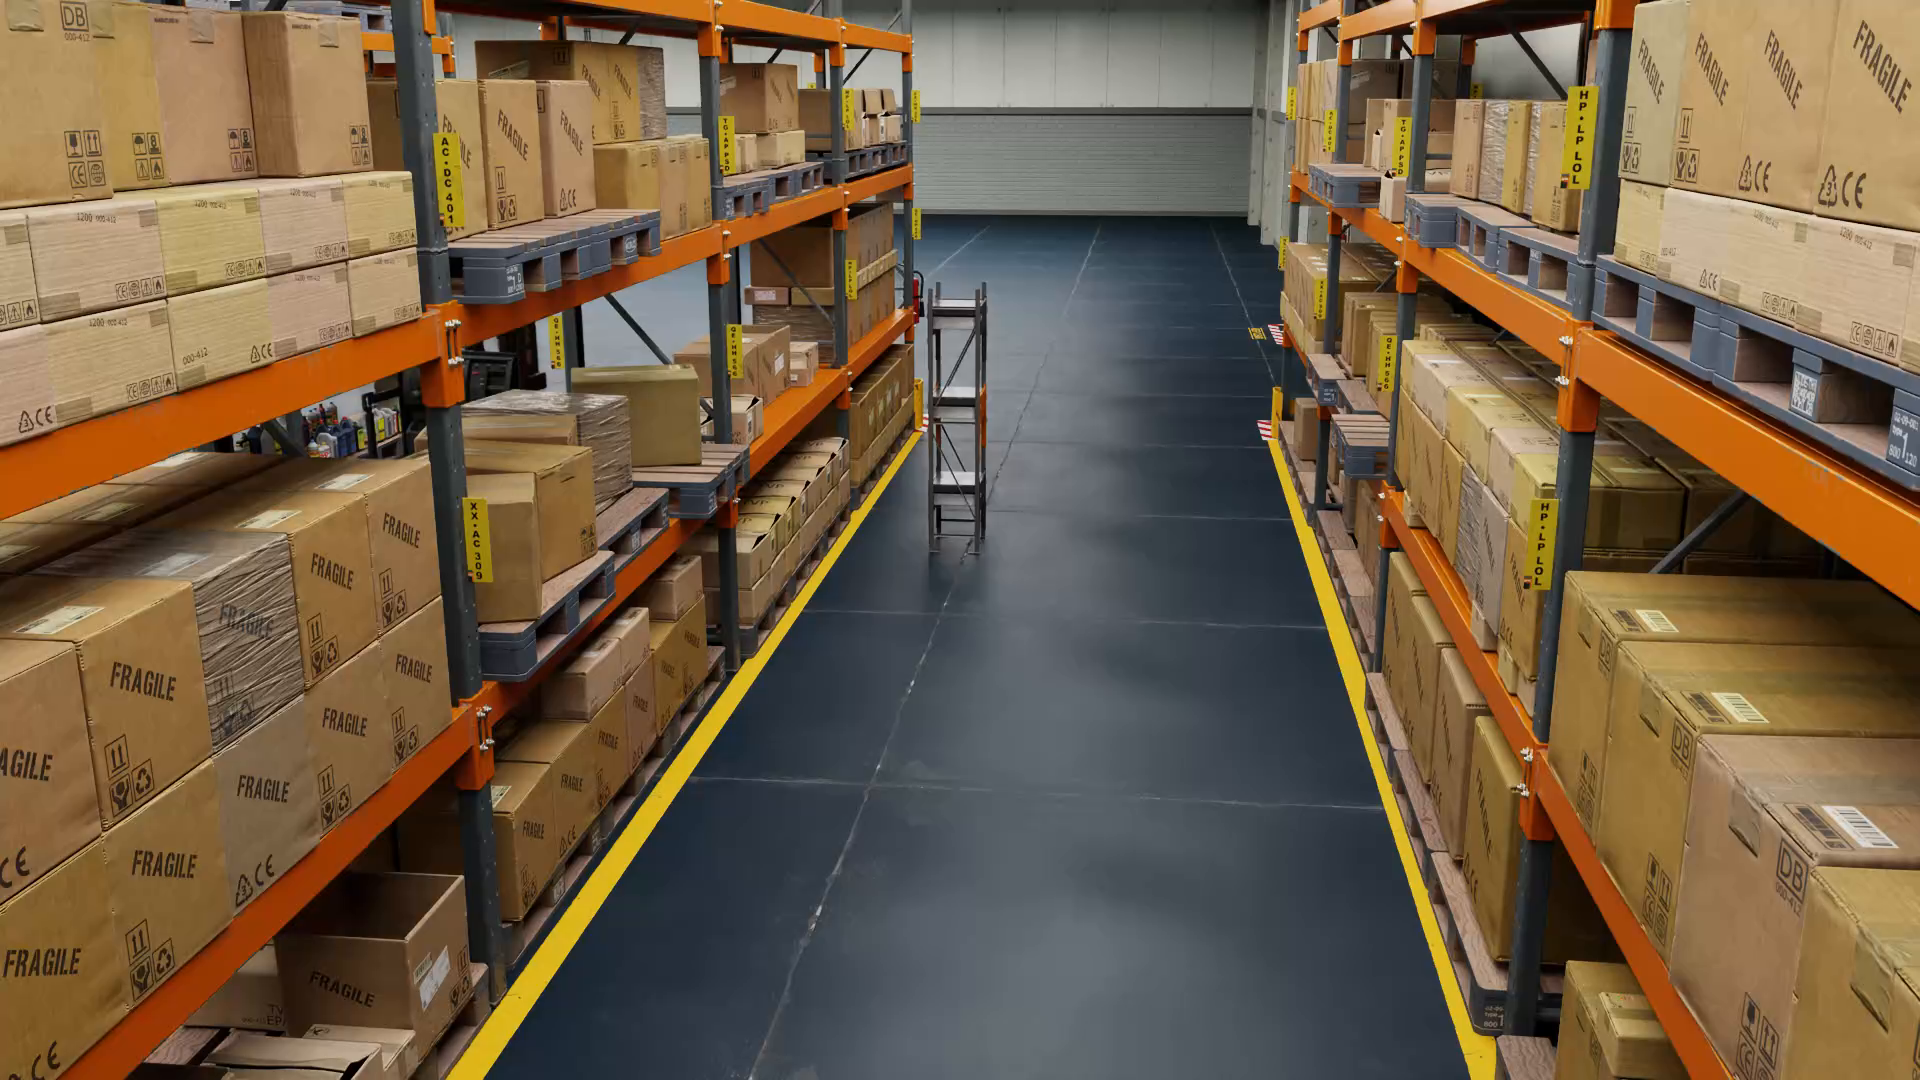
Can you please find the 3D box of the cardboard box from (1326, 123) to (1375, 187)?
[{"bbox_3d":[3.280,-3.169,13.660,0.500,0.500,0.500,2,15,8],"label":"cardboard box"}]

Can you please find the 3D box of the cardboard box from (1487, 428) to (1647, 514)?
[{"bbox_3d":[2.431,-0.274,6.693,0.500,0.250,0.500,2,15,7],"label":"cardboard box"}]

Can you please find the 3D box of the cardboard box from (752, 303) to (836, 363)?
[{"bbox_3d":[-1.410,-1.833,14.502,0.700,0.500,0.500,1,15,5],"label":"cardboard box"}]

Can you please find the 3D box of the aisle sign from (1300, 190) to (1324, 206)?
[{"bbox_3d":[3.630,-3.844,17.152,0.394,0.787,0.004,2,15,6],"label":"aisle sign"}]

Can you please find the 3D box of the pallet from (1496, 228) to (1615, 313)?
[{"bbox_3d":[2.620,-1.044,6.398,0.805,0.209,1.217,1,15,4],"label":"pallet"}]

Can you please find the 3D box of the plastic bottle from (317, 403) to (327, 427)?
[{"bbox_3d":[-6.482,-1.236,16.846,0.061,0.283,0.133,2,15,7],"label":"plastic bottle"}]

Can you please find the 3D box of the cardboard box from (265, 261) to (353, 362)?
[{"bbox_3d":[-2.214,-0.707,5.070,0.500,0.250,0.500,2,15,6],"label":"cardboard box"}]

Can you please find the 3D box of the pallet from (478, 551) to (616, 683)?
[{"bbox_3d":[-2.158,0.294,7.195,1.003,0.211,1.213,2,15,6],"label":"pallet"}]

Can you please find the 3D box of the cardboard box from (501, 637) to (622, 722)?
[{"bbox_3d":[-1.947,0.660,7.983,0.500,0.250,0.500,2,15,6],"label":"cardboard box"}]

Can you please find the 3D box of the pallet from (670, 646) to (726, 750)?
[{"bbox_3d":[-2.027,0.907,9.904,1.003,0.211,1.213,2,15,6],"label":"pallet"}]

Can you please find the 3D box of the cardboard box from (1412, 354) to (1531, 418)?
[{"bbox_3d":[2.650,-0.801,8.641,0.500,0.250,0.500,1,15,5],"label":"cardboard box"}]

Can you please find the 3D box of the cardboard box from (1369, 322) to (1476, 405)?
[{"bbox_3d":[3.179,-1.194,11.295,0.700,0.500,0.500,2,15,6],"label":"cardboard box"}]

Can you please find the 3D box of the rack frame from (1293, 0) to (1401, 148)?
[{"bbox_3d":[3.920,-5.458,16.607,1.000,3.000,0.127,2,15,6],"label":"rack frame"}]

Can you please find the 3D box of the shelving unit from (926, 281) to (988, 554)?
[{"bbox_3d":[-0.019,-0.971,13.229,0.431,2.100,0.503,2,15,6],"label":"shelving unit"}]

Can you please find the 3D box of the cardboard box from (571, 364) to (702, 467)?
[{"bbox_3d":[-1.864,-0.716,9.568,0.700,0.500,0.500,-3,16,-13],"label":"cardboard box"}]

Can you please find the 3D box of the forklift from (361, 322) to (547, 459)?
[{"bbox_3d":[-3.931,-1.246,12.656,1.130,2.935,3.031,4,16,14],"label":"forklift"}]

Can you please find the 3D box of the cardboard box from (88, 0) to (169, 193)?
[{"bbox_3d":[-2.621,-1.191,4.466,0.700,0.500,0.500,2,15,6],"label":"cardboard box"}]

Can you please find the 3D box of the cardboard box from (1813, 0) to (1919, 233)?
[{"bbox_3d":[2.044,-0.864,3.217,0.500,0.500,0.500,1,15,4],"label":"cardboard box"}]

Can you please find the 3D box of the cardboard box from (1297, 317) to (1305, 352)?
[{"bbox_3d":[3.327,-1.853,15.018,0.500,0.250,0.500,2,15,6],"label":"cardboard box"}]

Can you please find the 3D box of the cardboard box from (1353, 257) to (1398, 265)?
[{"bbox_3d":[3.900,-2.338,15.372,0.500,0.500,0.500,2,15,7],"label":"cardboard box"}]

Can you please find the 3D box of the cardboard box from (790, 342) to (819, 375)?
[{"bbox_3d":[-1.466,-1.468,13.632,0.500,0.250,0.500,3,15,10],"label":"cardboard box"}]

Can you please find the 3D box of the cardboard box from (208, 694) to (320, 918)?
[{"bbox_3d":[-2.271,0.762,4.908,0.500,0.500,0.500,2,15,8],"label":"cardboard box"}]

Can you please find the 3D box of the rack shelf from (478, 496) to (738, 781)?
[{"bbox_3d":[-2.131,0.234,8.428,1.077,0.370,4.000,2,15,6],"label":"rack shelf"}]

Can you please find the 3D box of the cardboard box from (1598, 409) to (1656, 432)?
[{"bbox_3d":[2.980,-0.391,7.124,0.500,0.250,0.500,1,15,4],"label":"cardboard box"}]

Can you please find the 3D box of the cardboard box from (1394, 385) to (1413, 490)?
[{"bbox_3d":[2.708,-0.570,9.224,0.500,0.500,0.500,2,15,8],"label":"cardboard box"}]

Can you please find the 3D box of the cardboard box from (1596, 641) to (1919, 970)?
[{"bbox_3d":[2.400,0.735,4.623,0.980,0.700,0.700,1,15,5],"label":"cardboard box"}]

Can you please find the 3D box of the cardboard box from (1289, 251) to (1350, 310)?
[{"bbox_3d":[3.437,-2.484,15.916,0.500,0.500,0.500,1,15,4],"label":"cardboard box"}]

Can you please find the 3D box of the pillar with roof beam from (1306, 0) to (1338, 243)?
[{"bbox_3d":[1.777,-8.490,27.820,9.100,9.000,0.400,2,15,6],"label":"pillar with roof beam"}]

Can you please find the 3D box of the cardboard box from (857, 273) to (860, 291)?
[{"bbox_3d":[-1.117,-2.360,15.208,0.380,0.149,0.250,1,15,4],"label":"cardboard box"}]

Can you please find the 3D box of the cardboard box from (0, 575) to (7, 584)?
[{"bbox_3d":[-2.863,0.390,4.367,0.500,0.500,0.500,2,15,8],"label":"cardboard box"}]

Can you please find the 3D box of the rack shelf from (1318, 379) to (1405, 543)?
[{"bbox_3d":[3.243,-0.658,11.729,1.077,0.370,4.000,2,15,6],"label":"rack shelf"}]

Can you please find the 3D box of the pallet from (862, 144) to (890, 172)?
[{"bbox_3d":[-1.243,-3.612,15.697,1.003,0.211,1.213,2,15,6],"label":"pallet"}]

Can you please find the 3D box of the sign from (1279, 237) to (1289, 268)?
[{"bbox_3d":[3.381,-2.996,17.336,0.100,0.325,0.005,2,15,6],"label":"sign"}]

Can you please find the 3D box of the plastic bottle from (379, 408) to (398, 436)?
[{"bbox_3d":[-5.751,-1.197,16.719,0.152,0.276,0.135,2,15,7],"label":"plastic bottle"}]

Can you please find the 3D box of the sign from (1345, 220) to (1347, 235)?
[{"bbox_3d":[5.859,-4.708,25.260,0.001,0.329,0.234,2,15,6],"label":"sign"}]

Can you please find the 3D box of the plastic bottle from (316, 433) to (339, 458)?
[{"bbox_3d":[-5.895,-0.868,15.501,0.152,0.276,0.135,2,15,8],"label":"plastic bottle"}]

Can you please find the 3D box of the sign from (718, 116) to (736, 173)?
[{"bbox_3d":[-1.366,-2.313,9.732,0.100,0.325,0.005,2,15,6],"label":"sign"}]

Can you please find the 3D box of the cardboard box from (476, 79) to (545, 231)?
[{"bbox_3d":[-2.174,-1.644,7.062,0.600,0.600,0.600,2,15,6],"label":"cardboard box"}]

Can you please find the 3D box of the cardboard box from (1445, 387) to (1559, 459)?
[{"bbox_3d":[2.546,-0.539,7.671,0.500,0.250,0.500,1,15,5],"label":"cardboard box"}]

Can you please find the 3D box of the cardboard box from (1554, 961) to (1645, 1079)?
[{"bbox_3d":[2.379,1.745,5.445,0.700,0.500,0.500,2,15,7],"label":"cardboard box"}]

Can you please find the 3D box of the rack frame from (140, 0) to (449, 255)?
[{"bbox_3d":[-2.357,-2.490,5.633,1.000,3.000,0.127,2,15,6],"label":"rack frame"}]

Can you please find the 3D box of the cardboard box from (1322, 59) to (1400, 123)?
[{"bbox_3d":[3.255,-3.651,13.525,0.500,0.500,0.500,0,15,1],"label":"cardboard box"}]

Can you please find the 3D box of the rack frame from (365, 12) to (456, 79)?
[{"bbox_3d":[-5.924,-5.750,17.686,1.000,3.000,0.127,2,15,6],"label":"rack frame"}]

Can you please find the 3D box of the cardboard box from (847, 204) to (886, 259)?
[{"bbox_3d":[-1.128,-3.110,16.741,0.700,0.500,0.500,1,15,5],"label":"cardboard box"}]

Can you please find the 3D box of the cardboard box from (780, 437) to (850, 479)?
[{"bbox_3d":[-1.215,-0.702,13.900,0.500,0.311,0.500,2,15,6],"label":"cardboard box"}]

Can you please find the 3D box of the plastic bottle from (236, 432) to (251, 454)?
[{"bbox_3d":[-6.649,-0.852,15.427,0.061,0.283,0.133,2,15,9],"label":"plastic bottle"}]

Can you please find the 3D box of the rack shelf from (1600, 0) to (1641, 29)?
[{"bbox_3d":[2.340,-1.286,3.324,1.077,0.370,4.000,2,15,6],"label":"rack shelf"}]

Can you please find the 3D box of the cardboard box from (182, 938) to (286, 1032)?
[{"bbox_3d":[-2.619,1.594,6.330,0.500,0.311,0.500,2,15,6],"label":"cardboard box"}]

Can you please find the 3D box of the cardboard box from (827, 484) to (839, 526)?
[{"bbox_3d":[-1.272,-0.298,13.479,0.500,0.250,0.500,1,15,5],"label":"cardboard box"}]

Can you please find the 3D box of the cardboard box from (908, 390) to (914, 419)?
[{"bbox_3d":[-0.770,-1.434,17.683,0.500,0.250,0.500,2,15,6],"label":"cardboard box"}]

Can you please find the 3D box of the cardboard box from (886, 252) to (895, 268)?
[{"bbox_3d":[-0.885,-2.896,17.190,0.380,0.149,0.250,2,15,8],"label":"cardboard box"}]

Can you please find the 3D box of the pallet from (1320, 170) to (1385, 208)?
[{"bbox_3d":[3.179,-2.456,11.610,1.213,0.211,1.003,2,15,6],"label":"pallet"}]

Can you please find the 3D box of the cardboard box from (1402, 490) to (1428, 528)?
[{"bbox_3d":[2.599,-0.165,8.970,0.380,0.149,0.250,2,15,8],"label":"cardboard box"}]
